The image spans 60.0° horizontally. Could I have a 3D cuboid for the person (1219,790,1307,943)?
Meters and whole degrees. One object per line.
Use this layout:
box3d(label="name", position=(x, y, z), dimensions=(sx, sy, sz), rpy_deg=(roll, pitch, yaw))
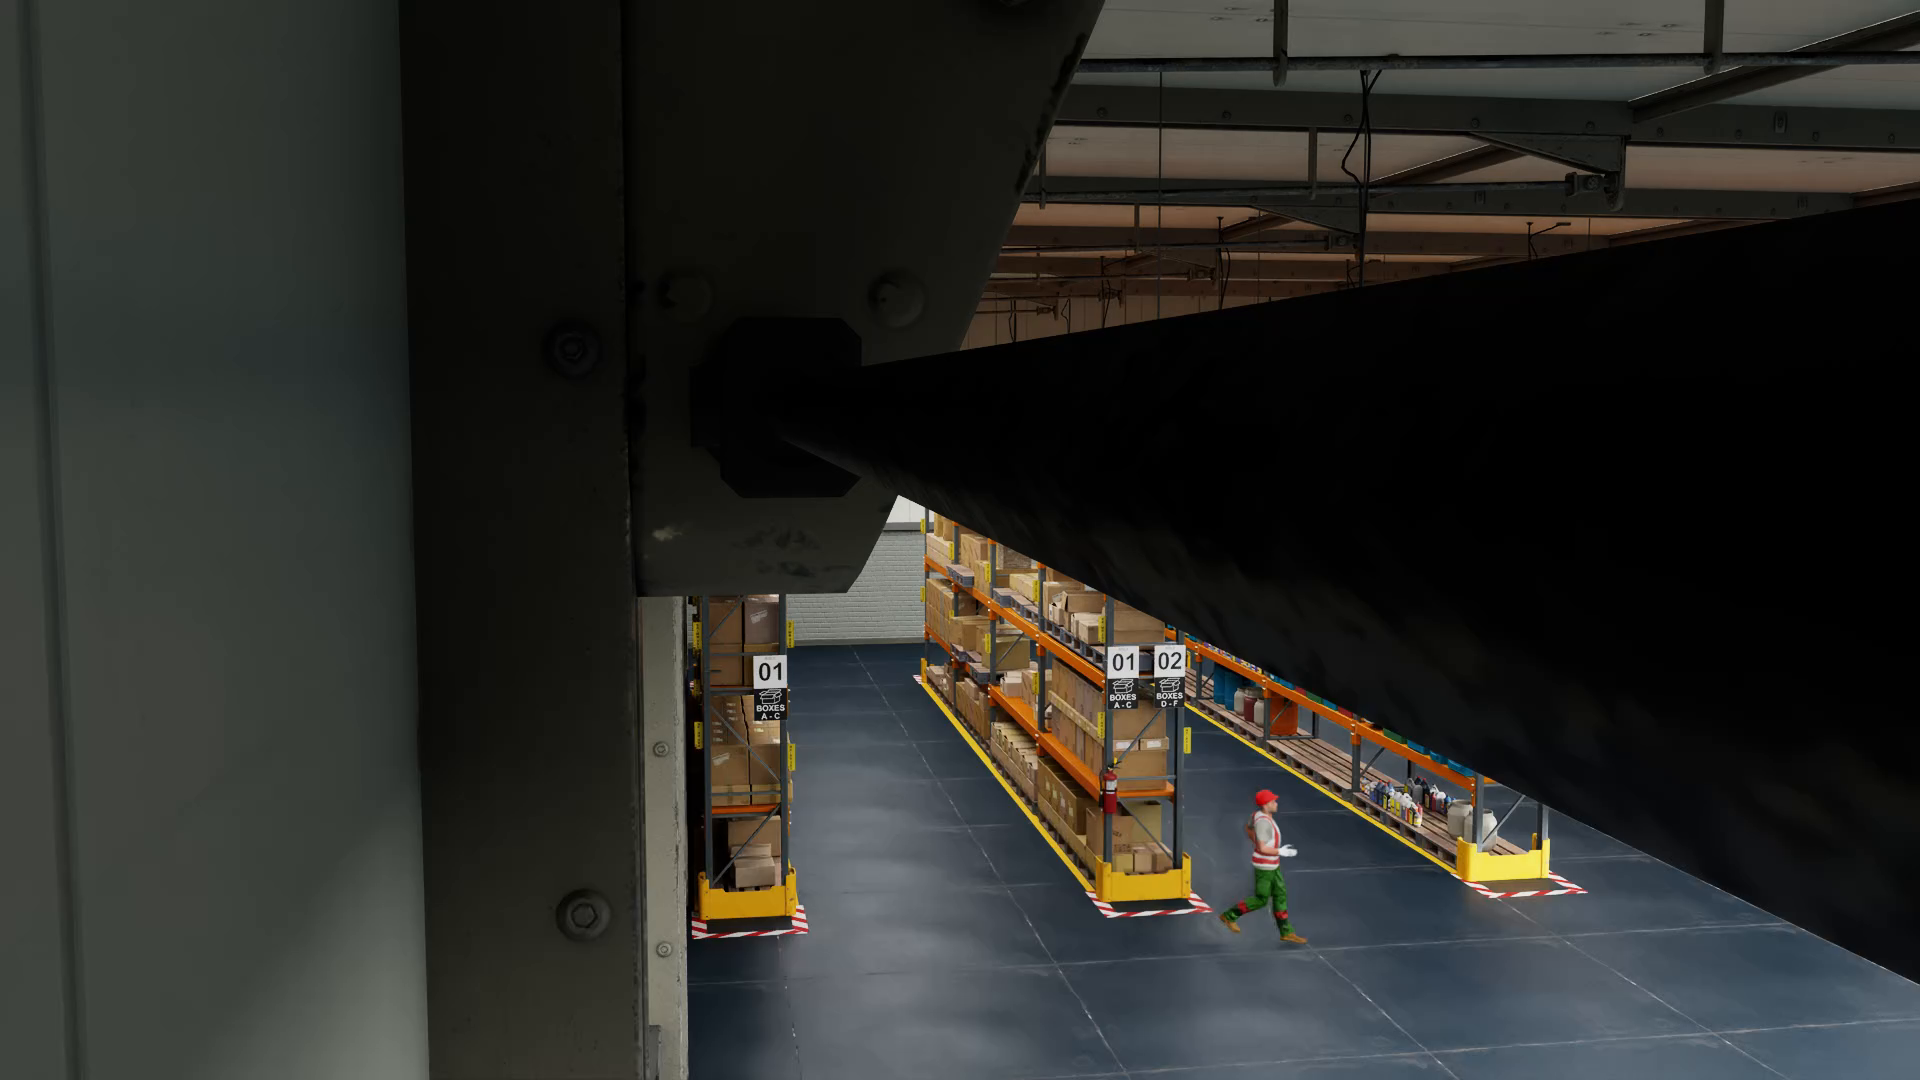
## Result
box3d(label="person", position=(3.493, 3.745, 19.090), dimensions=(0.998, 1.781, 0.657), rpy_deg=(1, 5, 14))
